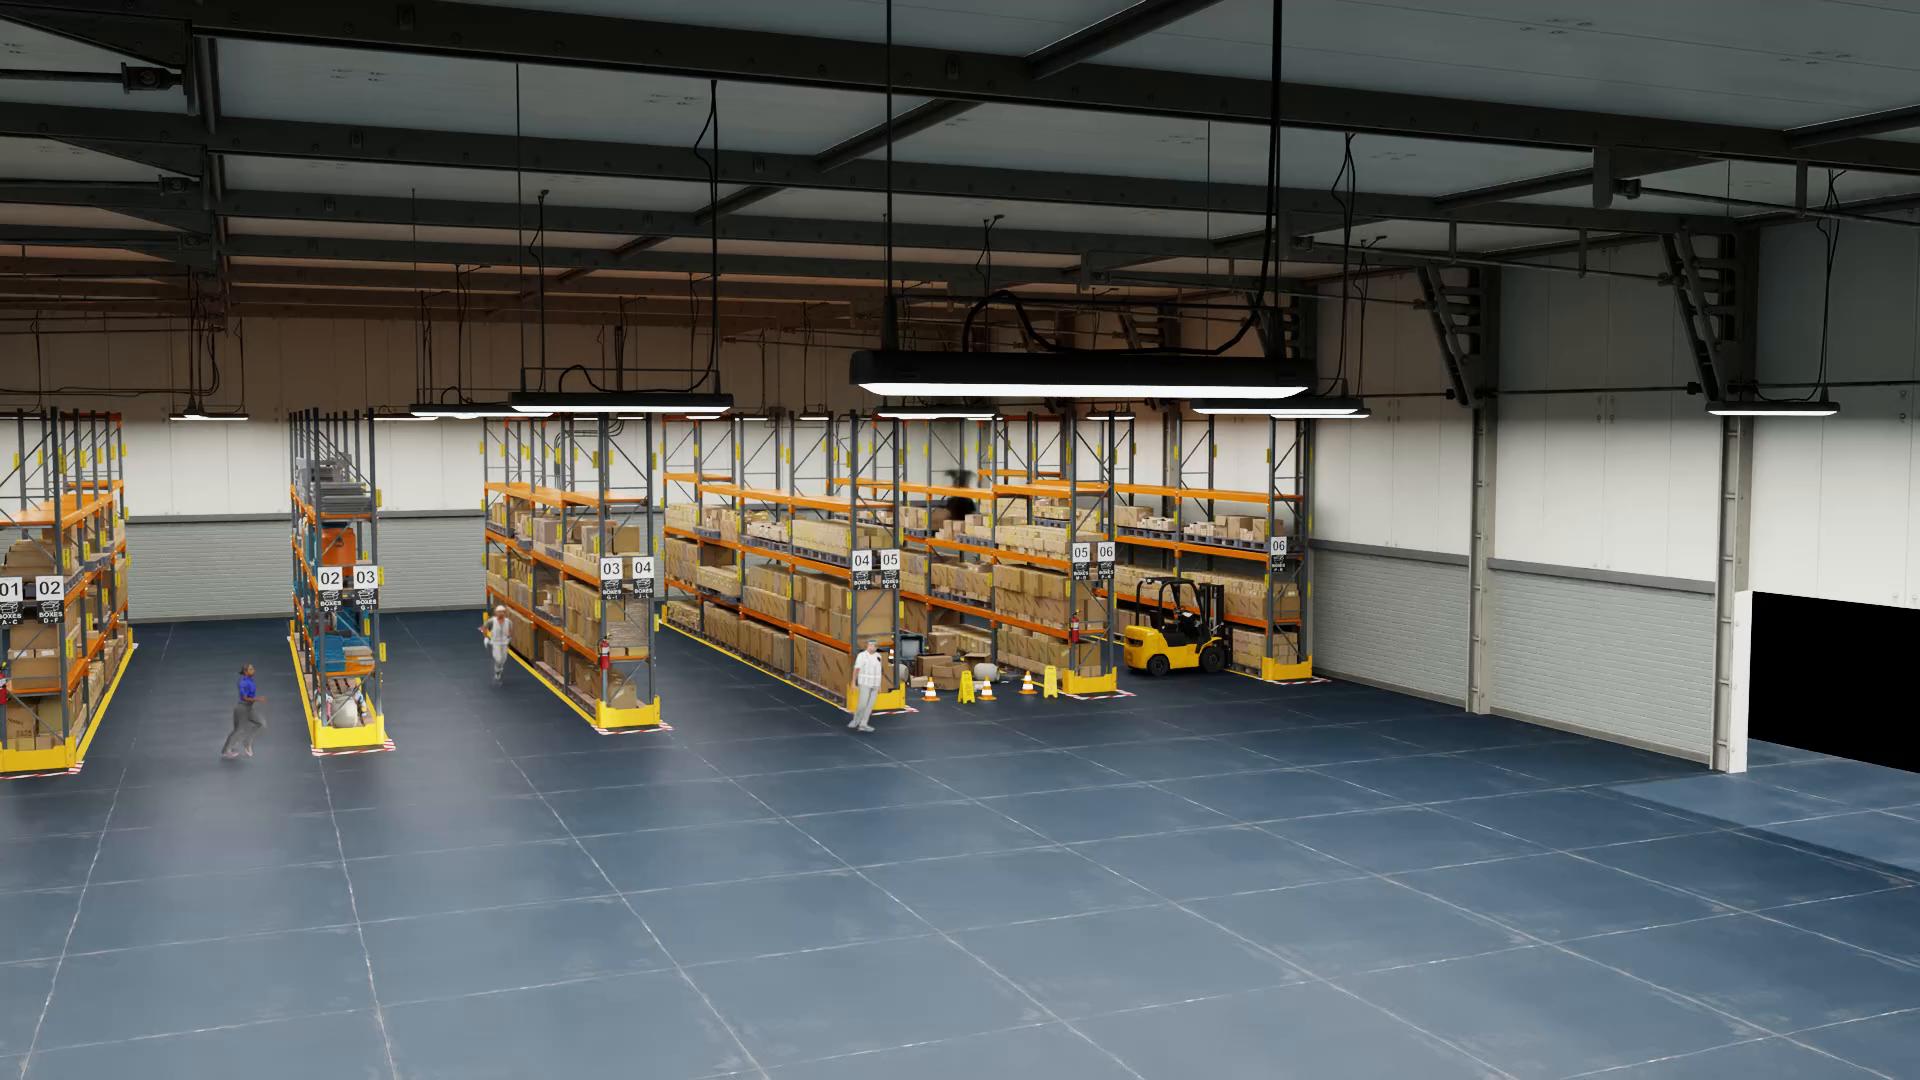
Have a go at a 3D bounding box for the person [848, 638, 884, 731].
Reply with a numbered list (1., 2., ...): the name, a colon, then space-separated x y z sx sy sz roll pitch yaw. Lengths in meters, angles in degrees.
1. person: -1.753 2.686 30.859 0.660 1.735 0.501 -3 5 -38

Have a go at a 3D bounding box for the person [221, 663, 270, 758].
1. person: -12.203 2.960 28.445 0.825 1.515 0.579 0 4 -1

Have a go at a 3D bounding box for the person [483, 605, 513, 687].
1. person: -10.056 2.308 36.301 0.607 1.784 0.819 -3 5 -33
